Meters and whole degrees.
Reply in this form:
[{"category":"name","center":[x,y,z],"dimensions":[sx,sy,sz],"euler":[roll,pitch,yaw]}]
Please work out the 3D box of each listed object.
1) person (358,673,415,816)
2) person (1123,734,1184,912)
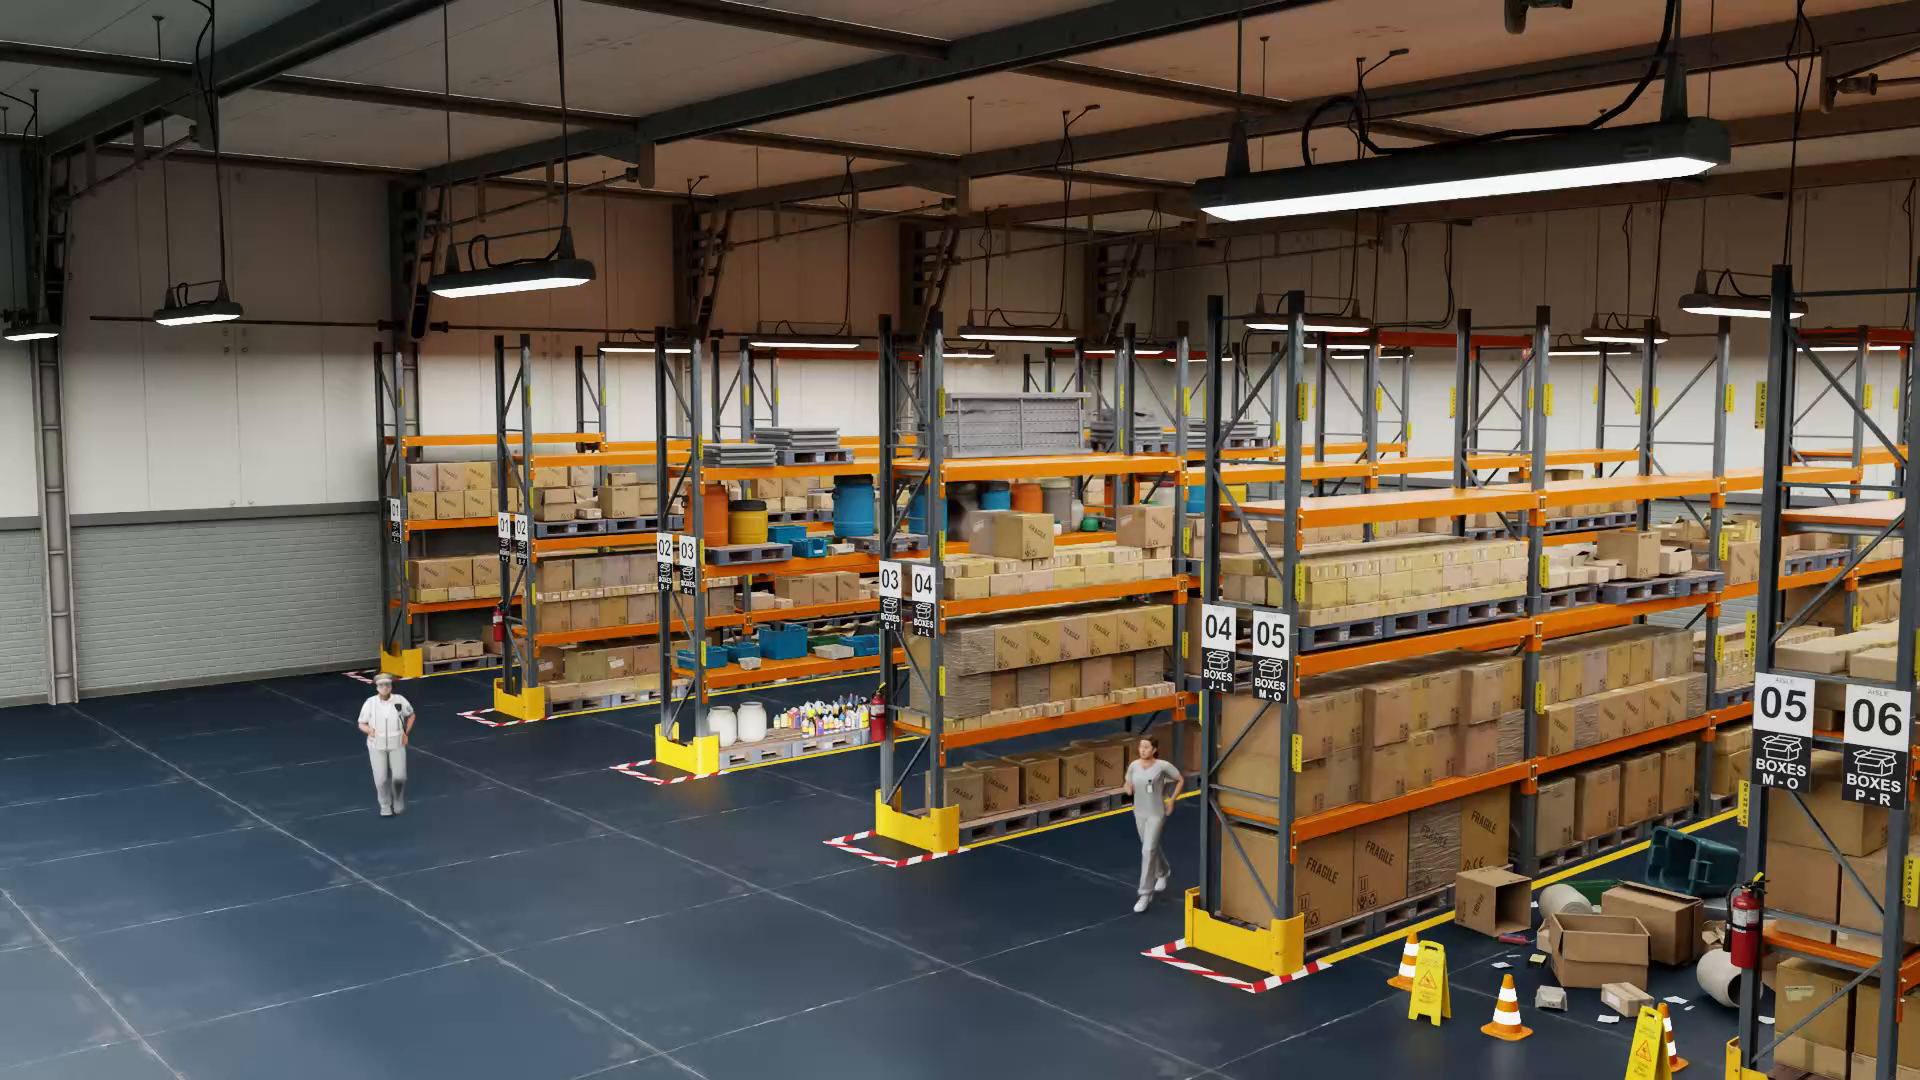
[{"category":"person","center":[-6.879,2.471,19.992],"dimensions":[0.650,1.744,0.602],"euler":[-2,6,-20]},{"category":"person","center":[1.896,2.776,16.691],"dimensions":[0.576,1.677,0.935],"euler":[4,7,38]}]
